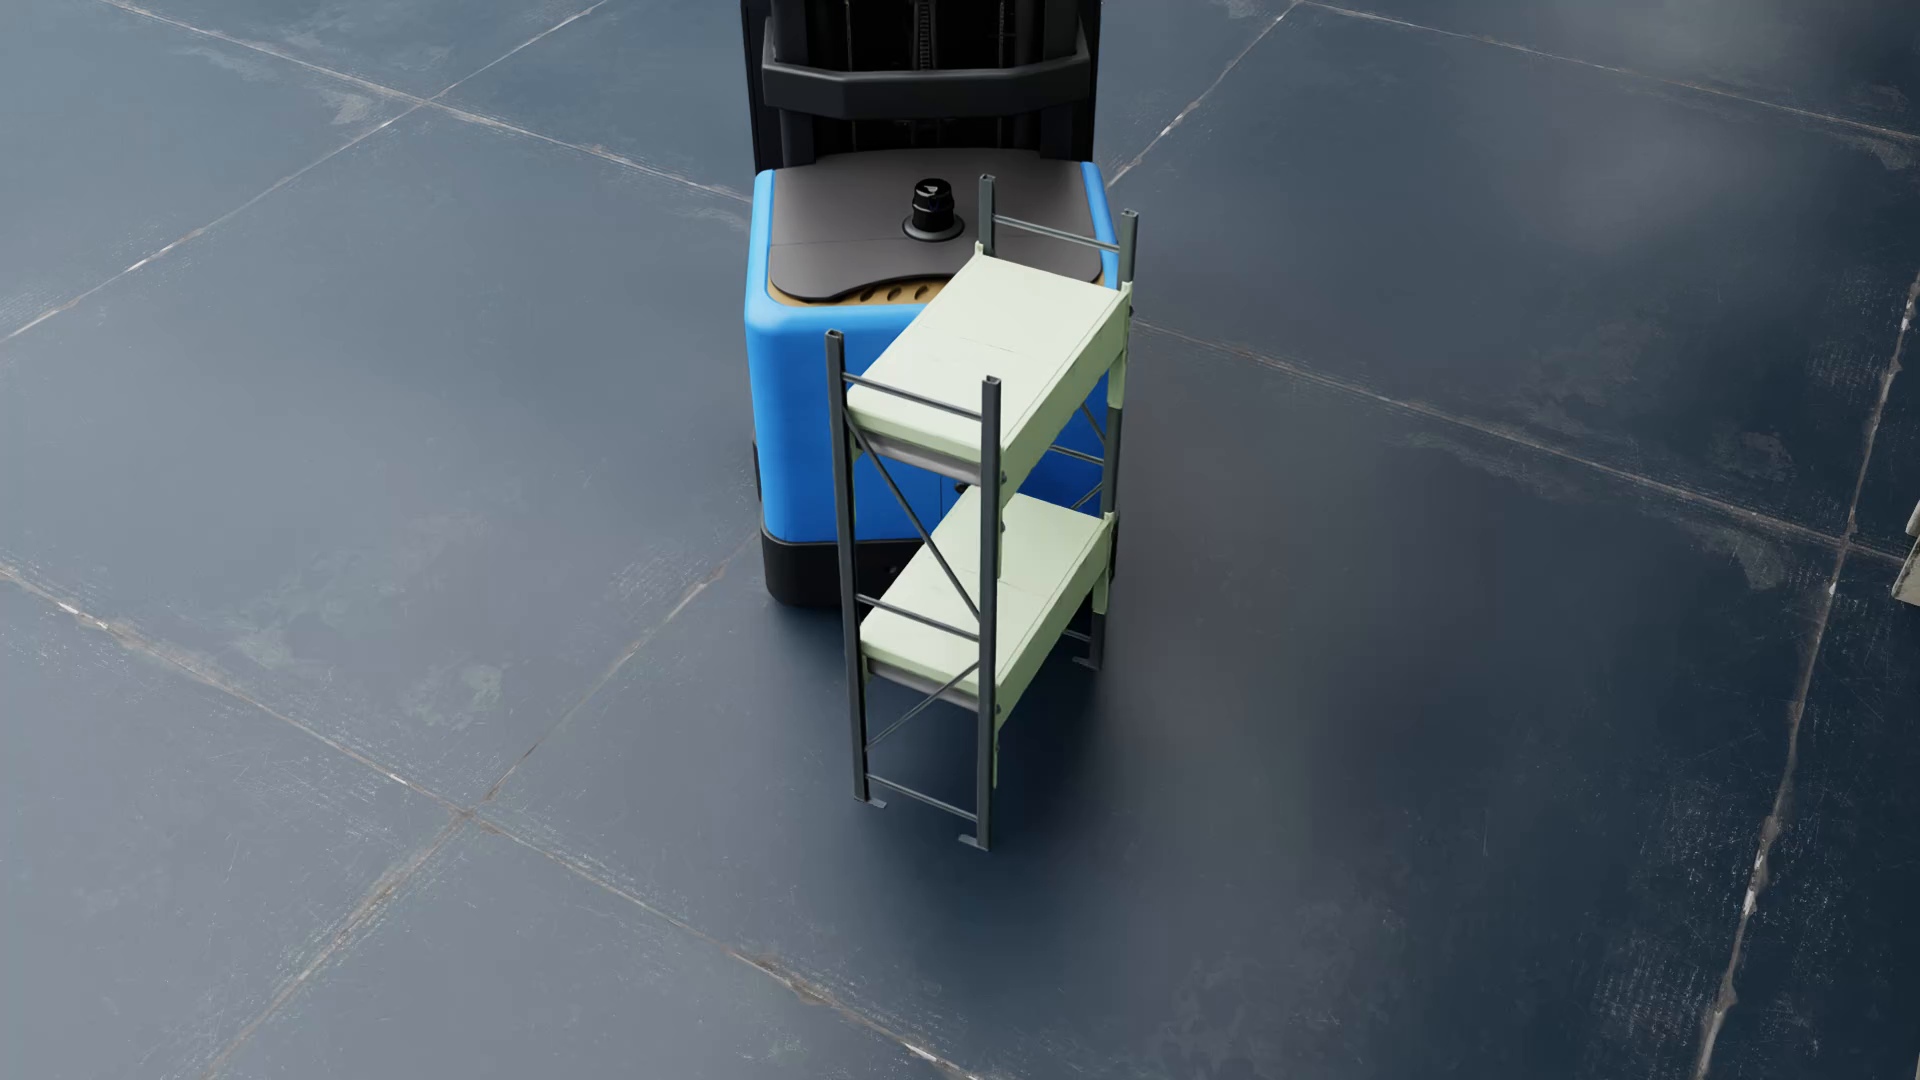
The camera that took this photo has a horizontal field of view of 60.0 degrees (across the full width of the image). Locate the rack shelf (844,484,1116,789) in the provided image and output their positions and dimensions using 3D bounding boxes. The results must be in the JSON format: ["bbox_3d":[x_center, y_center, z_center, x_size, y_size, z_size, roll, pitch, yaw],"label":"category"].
[{"bbox_3d":[0.065,0.214,4.365,0.431,0.370,0.720,18,45,20],"label":"rack shelf"}]

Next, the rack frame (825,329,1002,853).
[{"bbox_3d":[-0.100,0.186,3.904,0.400,1.500,0.023,18,45,20],"label":"rack frame"}]

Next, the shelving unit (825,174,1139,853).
[{"bbox_3d":[0.065,-0.031,4.150,0.431,1.500,0.755,18,45,20],"label":"shelving unit"}]

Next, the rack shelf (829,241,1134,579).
[{"bbox_3d":[0.065,-0.323,3.892,0.431,0.370,0.720,18,45,20],"label":"rack shelf"}]

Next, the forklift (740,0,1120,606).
[{"bbox_3d":[-0.130,-1.865,5.150,1.130,2.935,3.031,-2,41,-2],"label":"forklift"}]

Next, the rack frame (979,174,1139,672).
[{"bbox_3d":[0.230,-0.247,4.395,0.400,1.500,0.023,18,45,20],"label":"rack frame"}]
